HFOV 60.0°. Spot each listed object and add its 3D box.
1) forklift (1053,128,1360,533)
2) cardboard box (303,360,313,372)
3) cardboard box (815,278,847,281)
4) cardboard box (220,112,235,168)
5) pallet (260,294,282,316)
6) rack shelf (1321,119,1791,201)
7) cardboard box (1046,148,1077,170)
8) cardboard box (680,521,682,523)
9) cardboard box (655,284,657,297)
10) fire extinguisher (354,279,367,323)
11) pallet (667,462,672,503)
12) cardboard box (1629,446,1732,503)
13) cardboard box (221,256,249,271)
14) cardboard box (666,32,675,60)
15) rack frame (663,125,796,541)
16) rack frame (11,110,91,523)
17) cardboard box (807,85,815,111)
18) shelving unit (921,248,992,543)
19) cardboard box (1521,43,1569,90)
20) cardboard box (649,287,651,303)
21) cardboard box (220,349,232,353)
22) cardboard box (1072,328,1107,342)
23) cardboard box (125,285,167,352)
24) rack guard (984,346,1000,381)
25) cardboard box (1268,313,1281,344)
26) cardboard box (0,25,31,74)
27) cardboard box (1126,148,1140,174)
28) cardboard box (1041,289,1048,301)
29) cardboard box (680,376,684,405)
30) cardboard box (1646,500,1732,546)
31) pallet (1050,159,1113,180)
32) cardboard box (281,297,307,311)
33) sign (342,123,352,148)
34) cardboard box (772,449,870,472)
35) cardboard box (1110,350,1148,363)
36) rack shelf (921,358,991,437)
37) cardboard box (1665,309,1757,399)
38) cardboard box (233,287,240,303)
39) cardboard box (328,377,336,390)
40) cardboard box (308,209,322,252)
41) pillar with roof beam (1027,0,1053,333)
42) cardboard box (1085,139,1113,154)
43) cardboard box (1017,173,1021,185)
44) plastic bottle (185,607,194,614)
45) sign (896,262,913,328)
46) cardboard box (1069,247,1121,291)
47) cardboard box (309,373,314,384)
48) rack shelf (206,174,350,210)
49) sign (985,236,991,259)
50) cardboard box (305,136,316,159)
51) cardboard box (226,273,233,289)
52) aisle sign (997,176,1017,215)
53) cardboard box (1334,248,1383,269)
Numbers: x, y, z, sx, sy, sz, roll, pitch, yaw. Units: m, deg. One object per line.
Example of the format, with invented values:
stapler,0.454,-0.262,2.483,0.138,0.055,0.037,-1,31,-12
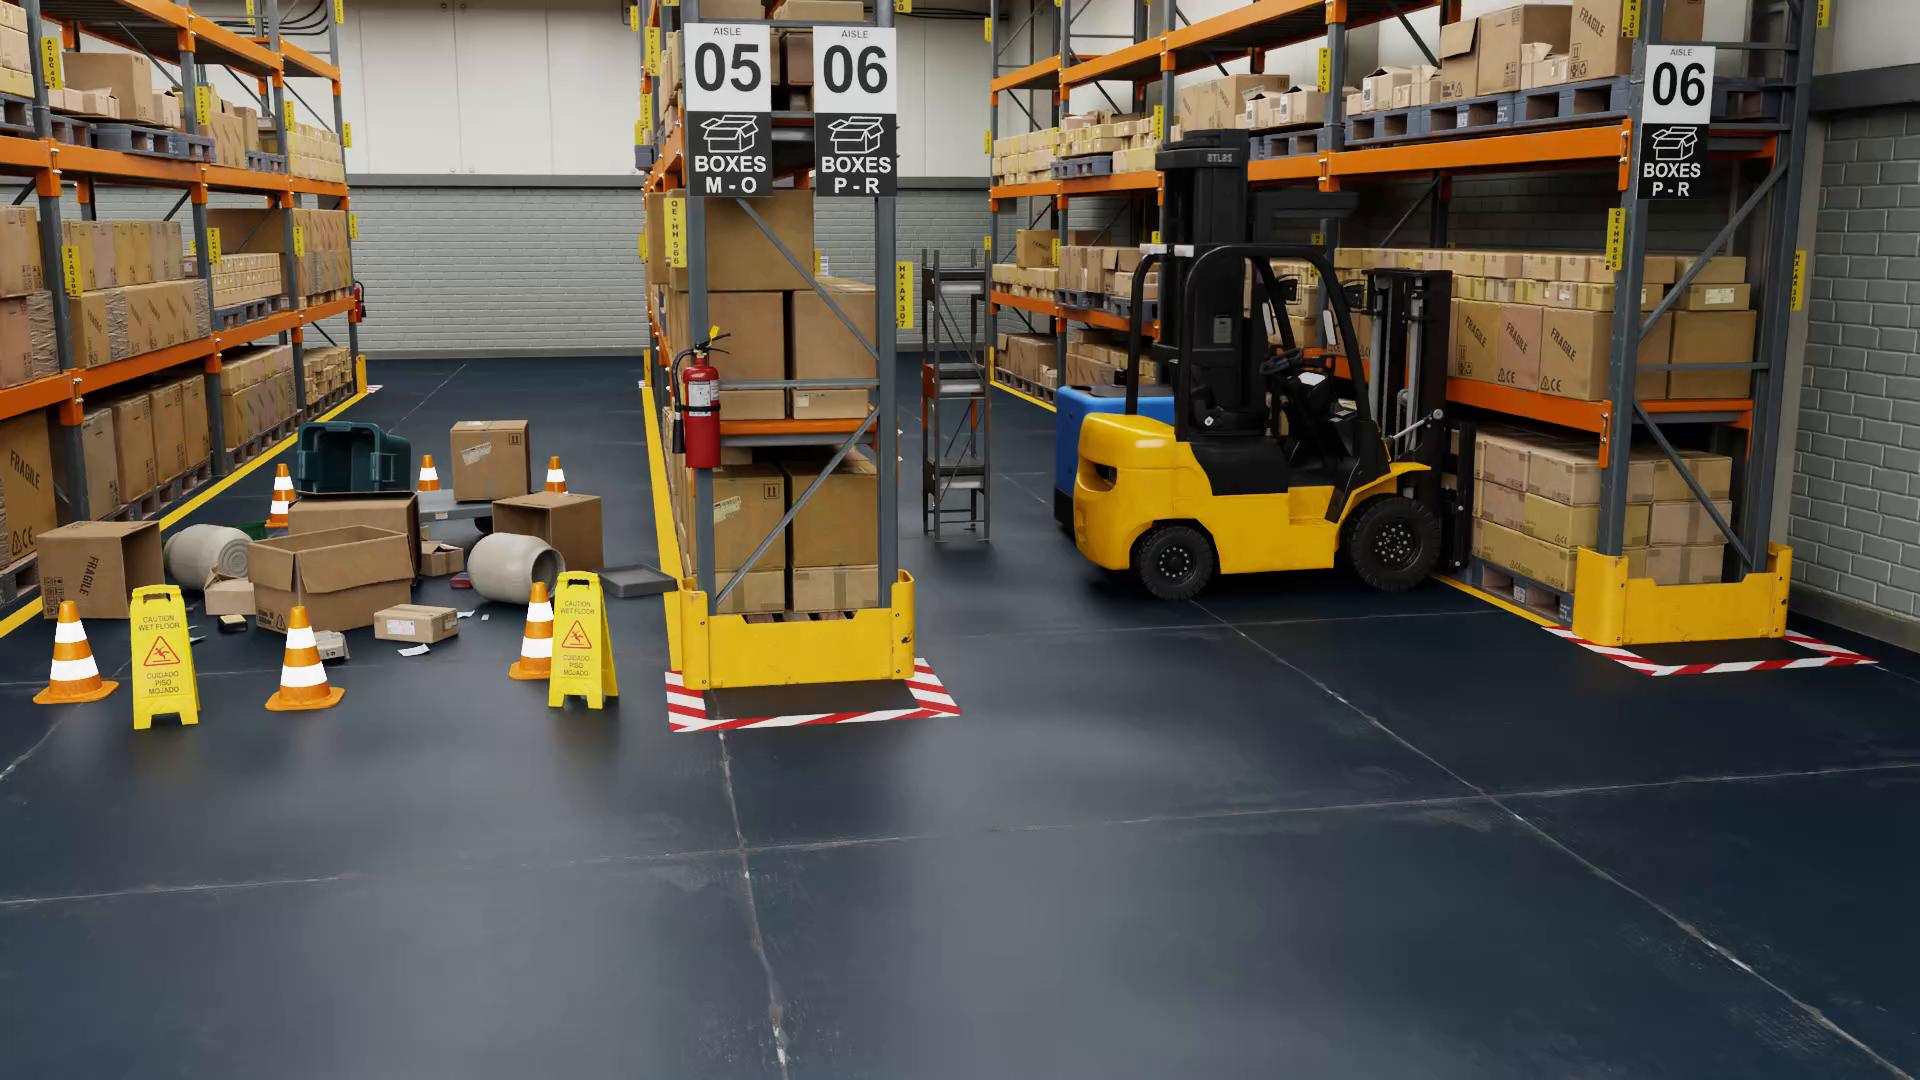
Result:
forklift,2.280,-1.514,12.313,3.031,2.935,1.130,-2,11,-10
cardboard box,-8.014,-2.080,20.011,0.380,0.149,0.250,-2,11,-12
cardboard box,-0.946,-1.338,10.139,0.500,0.500,0.500,-2,11,-12
cardboard box,-7.161,-3.761,15.647,0.500,0.500,0.500,-2,11,-11
pallet,-7.978,-2.527,17.963,1.003,0.211,1.213,-2,11,-11
rack shelf,3.665,-2.432,10.855,1.077,0.370,4.000,-2,11,-11
cardboard box,1.380,-4.772,20.828,0.500,0.250,0.500,-2,11,-11
cardboard box,-1.522,-0.041,10.619,0.500,0.250,0.500,-2,11,-12
cardboard box,-2.817,-2.577,16.777,0.500,0.250,0.500,-2,11,-12
fire extinguisher,-8.359,-3.342,22.937,0.296,0.674,0.183,-2,11,-11
pallet,-1.986,-0.495,14.233,1.003,0.211,1.213,-2,11,-11
cardboard box,4.146,-0.387,9.765,0.500,0.250,0.500,-2,11,-12
cardboard box,-7.408,-2.787,16.773,0.380,0.149,0.250,-2,11,-12
cardboard box,-1.501,-2.837,9.599,0.380,0.149,0.250,-2,11,-10
rack frame,-1.593,-1.498,12.044,1.000,3.000,0.127,-2,11,-11
rack frame,-6.428,-1.299,11.001,1.000,3.000,0.127,-2,11,-11
cardboard box,-0.561,-2.187,8.314,0.380,0.149,0.250,-2,11,-11
shelving unit,-0.032,-1.062,12.160,0.431,2.100,0.503,-2,11,-11
cardboard box,3.545,-2.796,9.810,0.396,0.266,0.258,-2,11,-11
cardboard box,-3.595,-3.184,20.636,0.500,0.500,0.500,-2,11,-12
cardboard box,-7.994,-1.871,17.559,0.500,0.250,0.500,-2,11,-9
cardboard box,1.588,-2.516,20.426,0.380,0.149,0.250,-2,11,-12
cardboard box,-6.559,-1.732,13.007,0.500,0.500,0.500,-2,11,-10
rack guard,0.956,-2.638,24.720,1.175,0.500,0.348,-2,11,-11
cardboard box,2.818,-1.780,13.929,0.500,0.250,0.500,-2,11,-11
cardboard box,-6.081,-3.020,10.233,0.500,0.250,0.500,-2,11,-12
cardboard box,2.061,-3.990,17.516,0.500,0.250,0.500,-2,11,-11
cardboard box,1.264,-3.166,21.480,0.380,0.149,0.250,-2,11,-10
cardboard box,-1.364,-0.838,9.249,0.380,0.149,0.250,-2,11,-10
cardboard box,4.166,-0.140,9.805,0.500,0.250,0.500,-2,11,-10
pallet,1.778,-4.405,19.800,1.213,0.211,1.003,-2,11,-11
cardboard box,-7.718,-2.707,19.069,0.380,0.149,0.250,-2,11,-9
sign,-8.214,-5.425,22.288,0.100,0.325,0.005,-2,11,-11
cardboard box,-0.811,-0.246,9.693,0.500,0.500,0.500,-3,11,-13
cardboard box,1.925,-2.082,18.941,0.380,0.149,0.250,-2,11,-11
rack shelf,-0.032,-1.048,12.162,0.431,0.518,0.480,-2,11,-11
cardboard box,4.230,-1.096,9.663,0.500,0.500,0.500,-2,11,-9
cardboard box,-7.308,-2.402,16.343,0.380,0.149,0.250,-2,11,-9
cardboard box,-8.134,-1.982,21.088,0.380,0.149,0.250,-2,11,-10
cardboard box,-8.016,-3.733,20.048,0.500,0.500,0.500,-2,11,-10
pillar with roof beam,-2.921,-7.198,25.946,9.100,9.000,0.400,-2,11,-11
cardboard box,1.629,-4.448,18.805,0.380,0.149,0.250,-2,11,-10
cardboard box,0.979,-4.878,22.455,0.380,0.149,0.250,-2,11,-11
plastic bottle,-4.682,0.423,9.812,0.283,0.061,0.133,-6,13,-31
sign,-0.282,-1.209,8.212,0.100,0.325,0.005,-2,11,-11
cardboard box,1.695,-3.210,19.648,0.700,0.500,0.500,-2,11,-10
cardboard box,-8.011,-1.933,20.035,0.380,0.149,0.250,-3,11,-14
rack shelf,-8.373,-4.254,20.424,1.077,0.370,4.000,-2,11,-11
sign,0.409,-4.285,24.374,0.100,0.325,0.005,-2,11,-11
cardboard box,-8.019,-4.693,19.874,0.500,0.250,0.500,-2,11,-10
cardboard box,-7.263,-2.503,16.076,0.380,0.149,0.250,-2,11,-11
aisle sign,0.640,-5.159,24.326,0.394,0.787,0.004,-2,11,-11
cardboard box,3.047,-2.124,12.534,0.380,0.149,0.250,-2,11,-10
